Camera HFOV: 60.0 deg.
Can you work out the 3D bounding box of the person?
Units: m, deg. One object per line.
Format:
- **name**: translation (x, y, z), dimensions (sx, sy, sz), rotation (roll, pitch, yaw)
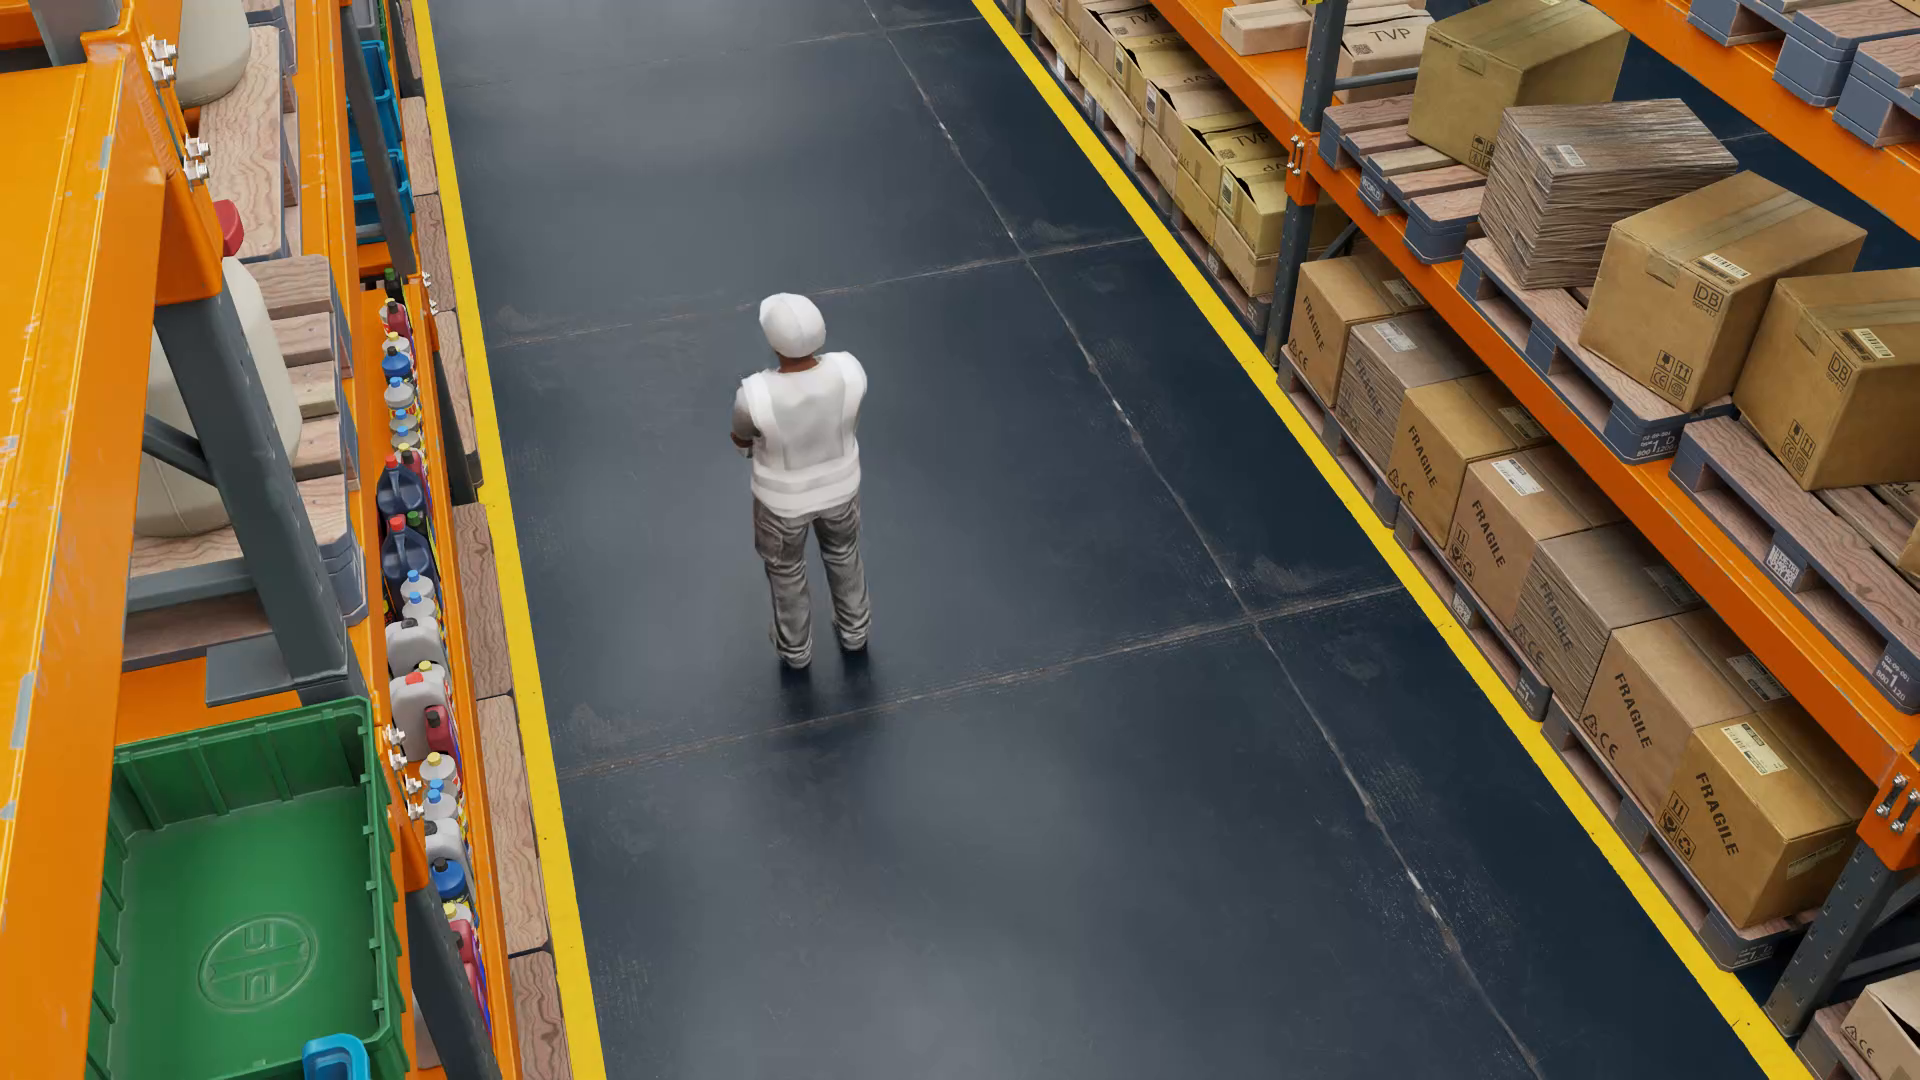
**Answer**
- **person**: translation (-0.637, -0.263, 6.436), dimensions (0.502, 1.787, 0.569), rotation (-17, 45, -19)
